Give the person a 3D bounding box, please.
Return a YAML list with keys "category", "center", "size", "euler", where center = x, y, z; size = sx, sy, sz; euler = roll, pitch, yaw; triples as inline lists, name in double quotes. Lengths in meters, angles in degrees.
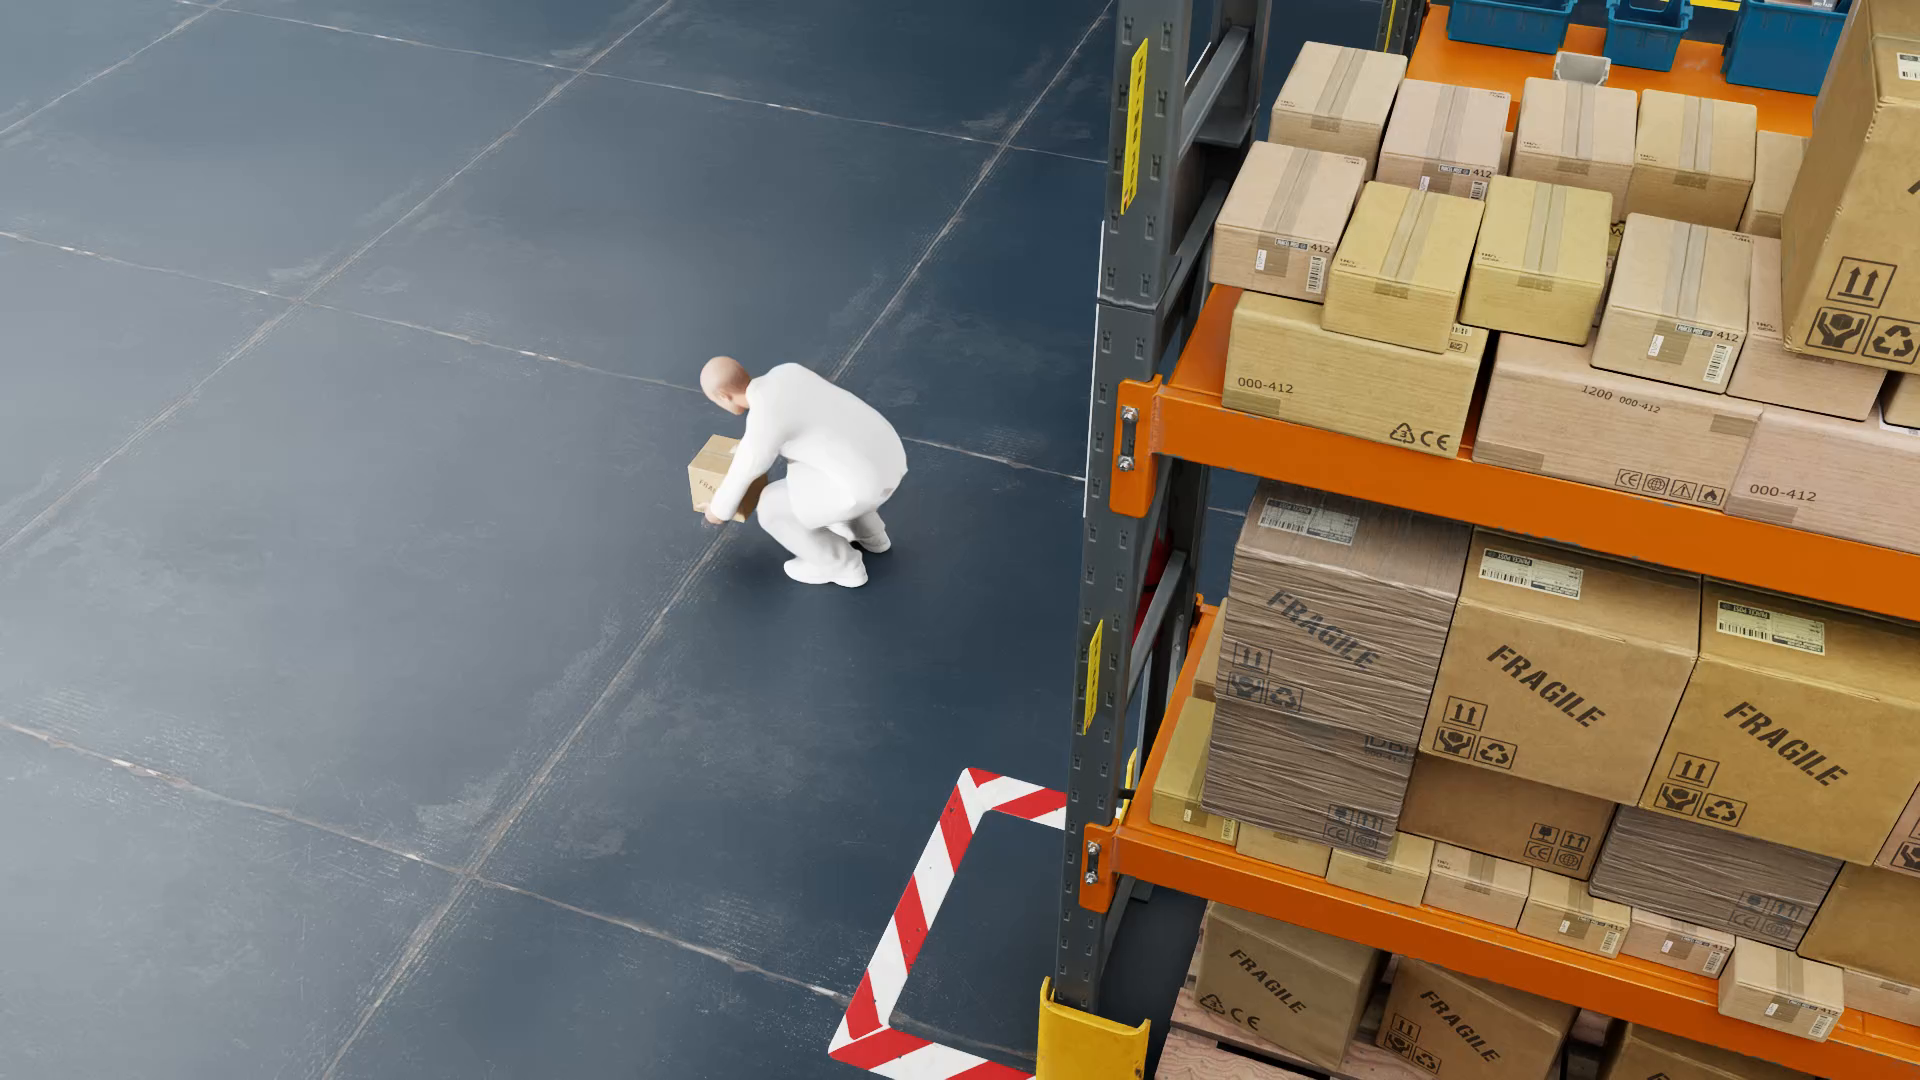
- category: "person"
  center: [-0.682, -0.330, 7.143]
  size: [0.932, 1.006, 0.579]
  euler: [12, 42, 14]
